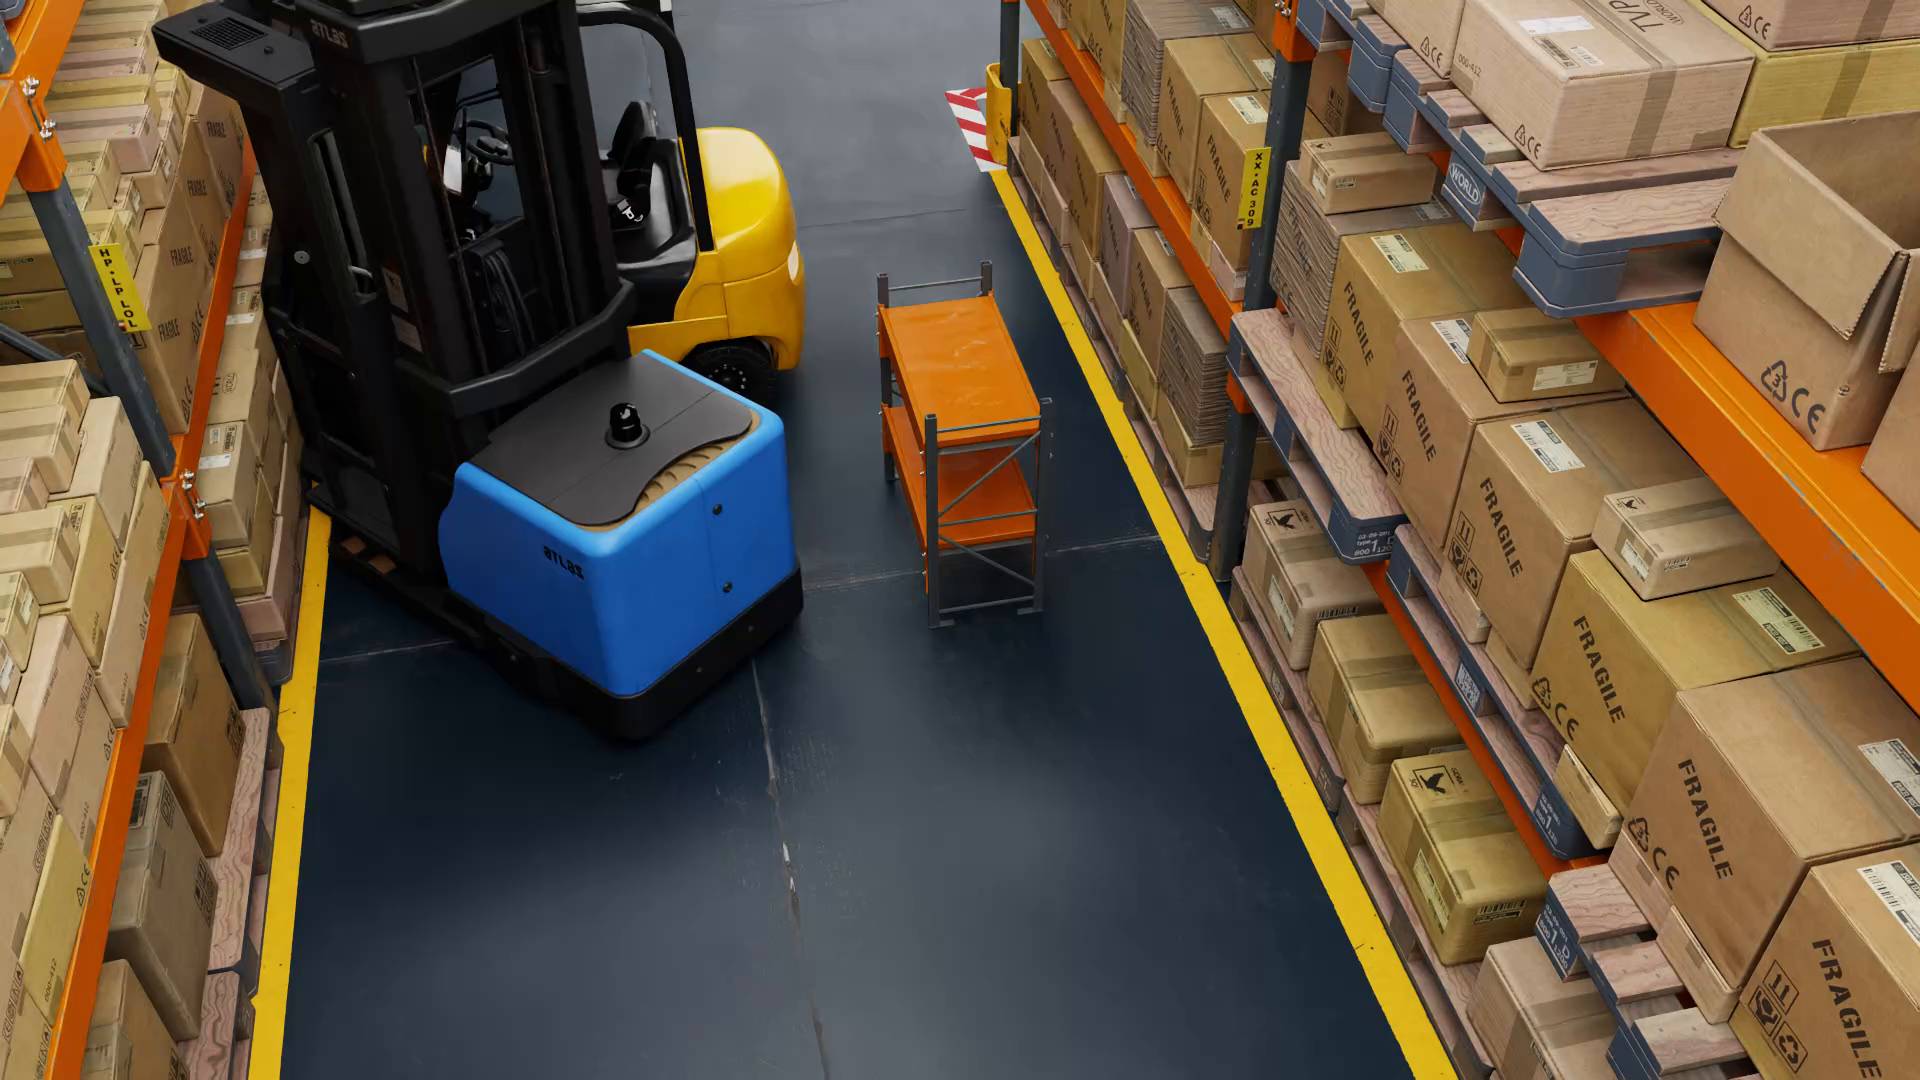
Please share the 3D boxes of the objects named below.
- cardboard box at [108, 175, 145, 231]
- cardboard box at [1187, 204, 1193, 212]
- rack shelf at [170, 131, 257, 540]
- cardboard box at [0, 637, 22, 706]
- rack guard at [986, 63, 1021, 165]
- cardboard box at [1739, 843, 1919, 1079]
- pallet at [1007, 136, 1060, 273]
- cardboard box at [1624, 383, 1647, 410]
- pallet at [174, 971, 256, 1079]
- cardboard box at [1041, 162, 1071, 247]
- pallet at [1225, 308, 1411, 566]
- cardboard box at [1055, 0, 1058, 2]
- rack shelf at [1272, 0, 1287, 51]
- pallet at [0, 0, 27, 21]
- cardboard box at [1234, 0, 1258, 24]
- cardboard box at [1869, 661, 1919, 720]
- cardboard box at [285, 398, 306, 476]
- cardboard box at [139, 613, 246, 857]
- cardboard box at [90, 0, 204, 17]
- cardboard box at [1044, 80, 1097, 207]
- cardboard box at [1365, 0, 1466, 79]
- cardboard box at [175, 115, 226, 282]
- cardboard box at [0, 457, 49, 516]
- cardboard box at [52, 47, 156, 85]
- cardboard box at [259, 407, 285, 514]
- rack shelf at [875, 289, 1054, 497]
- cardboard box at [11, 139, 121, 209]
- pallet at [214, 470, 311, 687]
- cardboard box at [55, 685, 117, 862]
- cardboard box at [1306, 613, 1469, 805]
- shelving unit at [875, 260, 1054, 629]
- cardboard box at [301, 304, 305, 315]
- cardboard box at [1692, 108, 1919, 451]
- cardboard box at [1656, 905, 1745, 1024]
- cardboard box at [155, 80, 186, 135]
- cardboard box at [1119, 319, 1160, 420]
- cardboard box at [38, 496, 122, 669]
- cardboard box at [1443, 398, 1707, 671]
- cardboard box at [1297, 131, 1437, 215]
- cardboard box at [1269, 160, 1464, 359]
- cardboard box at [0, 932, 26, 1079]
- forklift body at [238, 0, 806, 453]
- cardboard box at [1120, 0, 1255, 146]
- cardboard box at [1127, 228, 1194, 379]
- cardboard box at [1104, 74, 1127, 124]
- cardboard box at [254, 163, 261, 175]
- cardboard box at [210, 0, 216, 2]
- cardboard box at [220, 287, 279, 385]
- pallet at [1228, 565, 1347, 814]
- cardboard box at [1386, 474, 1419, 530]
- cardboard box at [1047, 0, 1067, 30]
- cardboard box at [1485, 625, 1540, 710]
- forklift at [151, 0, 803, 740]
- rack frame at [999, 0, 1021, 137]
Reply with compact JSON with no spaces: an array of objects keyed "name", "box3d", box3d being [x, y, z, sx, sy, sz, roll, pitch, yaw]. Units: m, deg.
[{"name":"cardboard box","box3d":[-3.197,-1.182,6.039,0.380,0.149,0.250,-8,42,-9]},{"name":"cardboard box","box3d":[1.194,-1.450,7.095,0.380,0.149,0.250,-8,42,-9]},{"name":"rack shelf","box3d":[-3.676,-1.352,7.337,1.077,0.370,4.000,-8,42,-9]},{"name":"cardboard box","box3d":[-2.649,0.409,4.248,0.380,0.149,0.250,-8,42,-9]},{"name":"rack guard","box3d":[0.755,-2.647,10.137,1.175,0.500,0.348,-8,42,-9]},{"name":"cardboard box","box3d":[2.095,0.994,3.537,0.500,0.500,0.500,-9,42,-11]},{"name":"pallet","box3d":[0.896,-2.007,9.634,1.003,0.211,1.213,-8,42,-9]},{"name":"cardboard box","box3d":[2.139,-0.421,5.131,0.500,0.500,0.500,-7,42,-8]},{"name":"pallet","box3d":[-2.780,1.982,5.139,1.003,0.211,1.213,-8,42,-9]},{"name":"cardboard box","box3d":[0.745,-1.866,9.129,0.500,0.250,0.500,-7,42,-8]},{"name":"pallet","box3d":[1.625,-0.450,5.924,1.003,0.211,1.213,-8,42,-9]},{"name":"cardboard box","box3d":[0.685,-3.098,8.463,0.500,0.500,0.500,-7,42,-8]},{"name":"rack shelf","box3d":[1.170,-3.188,7.146,1.077,0.370,4.000,-8,42,-9]},{"name":"pallet","box3d":[-3.454,-1.963,5.290,1.003,0.211,1.213,-8,42,-9]},{"name":"cardboard box","box3d":[1.548,-2.541,7.082,0.700,0.500,0.500,-9,42,-10]},{"name":"cardboard box","box3d":[2.474,0.587,3.995,0.500,0.500,0.500,-6,42,-7]},{"name":"cardboard box","box3d":[-3.276,-0.472,7.559,0.500,0.250,0.500,-8,42,-9]},{"name":"cardboard box","box3d":[-3.121,0.743,5.908,0.875,0.625,0.625,-7,42,-7]},{"name":"cardboard box","box3d":[-3.451,-2.294,7.068,0.380,0.149,0.250,-8,42,-8]},{"name":"cardboard box","box3d":[0.765,-2.124,8.855,0.500,0.500,0.500,-10,43,-11]},{"name":"cardboard box","box3d":[1.447,-1.496,4.495,0.500,0.250,0.500,-9,42,-10]},{"name":"cardboard box","box3d":[-3.324,-1.351,6.718,0.500,0.500,0.500,-9,42,-10]},{"name":"cardboard box","box3d":[-2.879,-0.084,4.803,0.380,0.149,0.250,-8,42,-9]},{"name":"cardboard box","box3d":[-3.379,-1.789,6.499,0.380,0.149,0.250,-9,42,-9]},{"name":"cardboard box","box3d":[-3.158,-0.324,7.016,0.500,0.250,0.500,-9,42,-10]},{"name":"rack shelf","box3d":[0.001,-0.635,6.959,0.538,0.278,1.000,-8,42,-9]},{"name":"cardboard box","box3d":[-3.232,-1.286,5.933,0.380,0.149,0.250,-9,42,-10]},{"name":"pallet","box3d":[-3.375,0.197,7.151,1.003,0.211,1.213,-8,42,-9]},{"name":"cardboard box","box3d":[-2.689,0.672,4.628,0.500,0.250,0.500,-8,42,-9]},{"name":"cardboard box","box3d":[1.876,0.592,6.268,0.950,0.372,0.625,-6,42,-7]},{"name":"shelving unit","box3d":[0.001,-0.416,7.153,0.538,1.125,1.048,-8,42,-9]},{"name":"cardboard box","box3d":[-3.468,-1.304,8.120,0.500,0.250,0.500,-9,42,-10]},{"name":"cardboard box","box3d":[2.108,-0.591,3.600,0.797,0.503,0.637,-8,42,-9]},{"name":"cardboard box","box3d":[1.938,0.992,4.027,0.380,0.149,0.250,-9,42,-10]},{"name":"cardboard box","box3d":[-3.304,-1.683,6.604,0.380,0.149,0.250,-10,42,-11]},{"name":"cardboard box","box3d":[1.087,-0.856,7.991,0.500,0.250,0.500,-9,42,-10]},{"name":"cardboard box","box3d":[-2.771,0.158,4.830,0.500,0.250,0.500,-9,42,-10]},{"name":"cardboard box","box3d":[1.746,-0.021,4.680,0.500,0.500,0.500,-10,43,-11]},{"name":"cardboard box","box3d":[1.358,-1.231,5.555,0.380,0.149,0.250,-9,42,-9]},{"name":"cardboard box","box3d":[1.423,-0.999,5.782,0.500,0.500,0.500,-7,42,-8]},{"name":"cardboard box","box3d":[-2.440,1.148,3.715,0.500,0.250,0.500,-9,42,-10]},{"name":"forklift body","box3d":[-1.917,-1.632,7.751,2.313,2.155,1.214,-8,42,-9]},{"name":"cardboard box","box3d":[1.029,-2.108,7.347,0.500,0.500,0.500,-7,42,-8]},{"name":"cardboard box","box3d":[1.100,-1.122,7.726,0.500,0.500,0.500,-8,42,-9]},{"name":"cardboard box","box3d":[0.895,-2.099,7.826,0.380,0.149,0.250,-8,42,-9]},{"name":"cardboard box","box3d":[-3.588,-1.836,8.343,0.500,0.250,0.500,-8,42,-8]},{"name":"cardboard box","box3d":[-3.642,-2.336,7.828,0.500,0.500,0.500,-7,42,-8]},{"name":"cardboard box","box3d":[-3.261,-0.840,7.220,0.500,0.250,0.500,-7,42,-8]},{"name":"pallet","box3d":[1.771,0.509,6.799,1.003,0.211,1.213,-8,42,-9]},{"name":"cardboard box","box3d":[1.608,-0.189,5.358,0.380,0.149,0.250,-8,42,-9]},{"name":"cardboard box","box3d":[0.666,-2.771,8.583,0.380,0.149,0.250,-8,42,-9]},{"name":"cardboard box","box3d":[1.753,0.320,4.785,0.380,0.149,0.250,-10,42,-11]},{"name":"forklift","box3d":[-2.144,-1.119,6.584,3.031,2.935,1.130,27,48,27]},{"name":"rack frame","box3d":[0.738,-3.631,9.363,1.000,3.000,0.127,-8,42,-9]}]
